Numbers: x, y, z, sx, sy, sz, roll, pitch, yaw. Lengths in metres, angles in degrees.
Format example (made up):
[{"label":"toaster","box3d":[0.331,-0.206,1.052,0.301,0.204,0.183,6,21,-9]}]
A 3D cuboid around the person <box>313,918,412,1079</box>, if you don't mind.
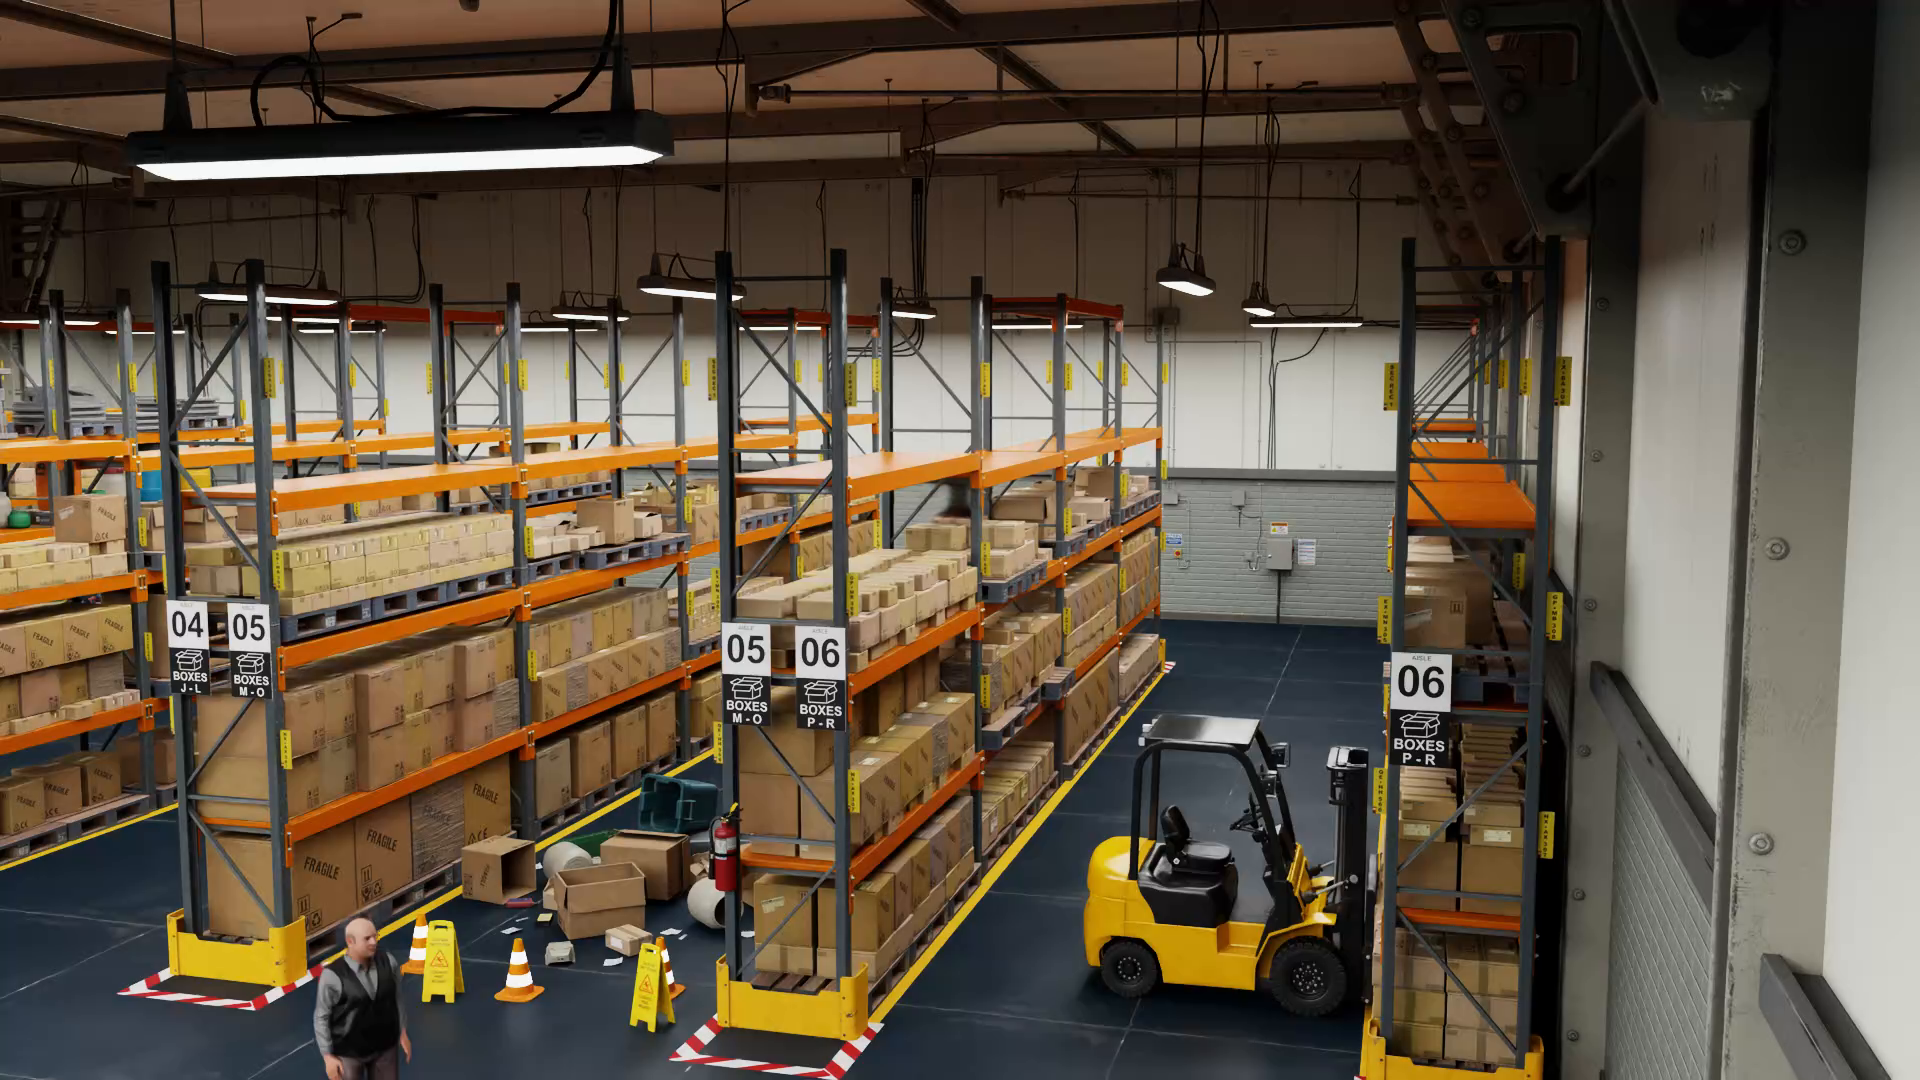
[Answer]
[{"label":"person","box3d":[-3.754,3.217,10.456,0.588,1.735,0.367,-6,8,-43]}]
